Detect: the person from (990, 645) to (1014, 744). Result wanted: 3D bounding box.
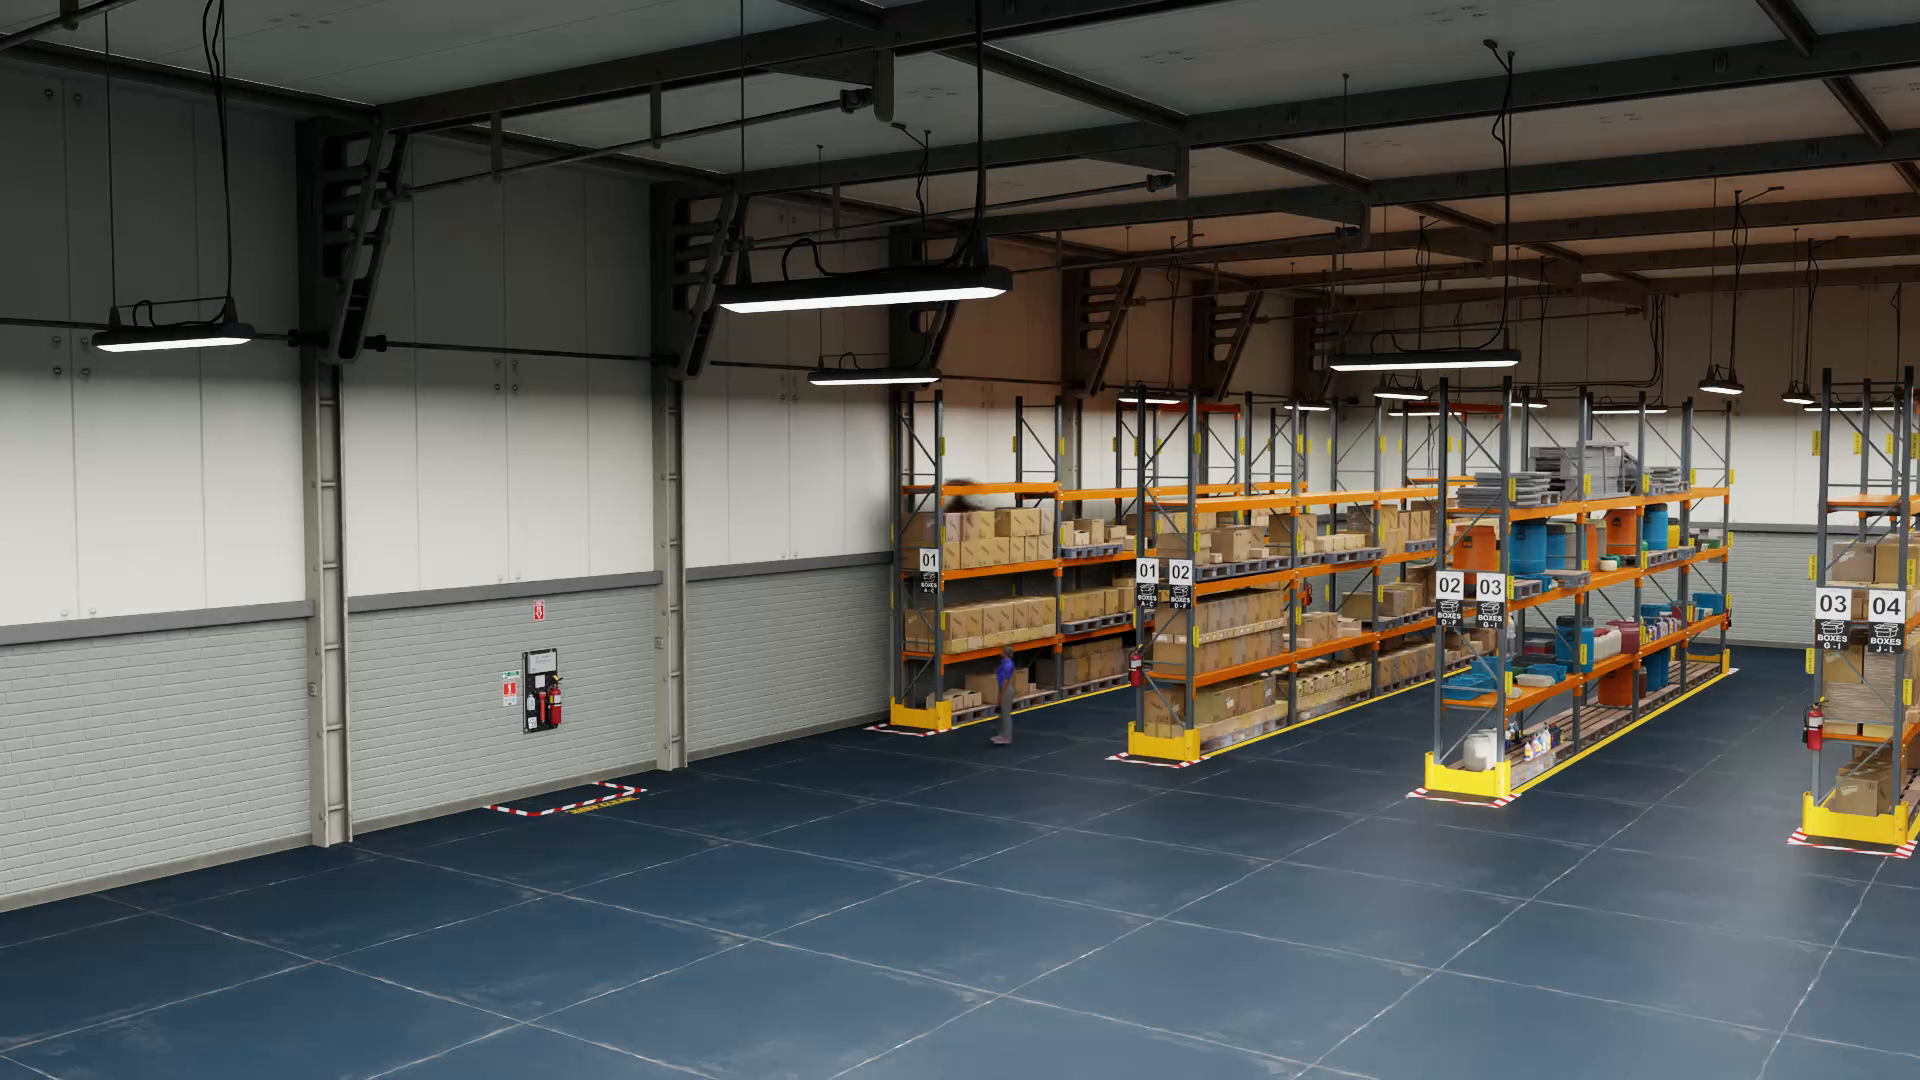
[{"bbox_3d":[0.710,2.587,28.022,0.394,1.652,0.516,0,3,-5],"label":"person"}]

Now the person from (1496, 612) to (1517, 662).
[{"bbox_3d":[11.762,2.144,35.885,0.511,1.686,0.420,-1,3,-14],"label":"person"}]
